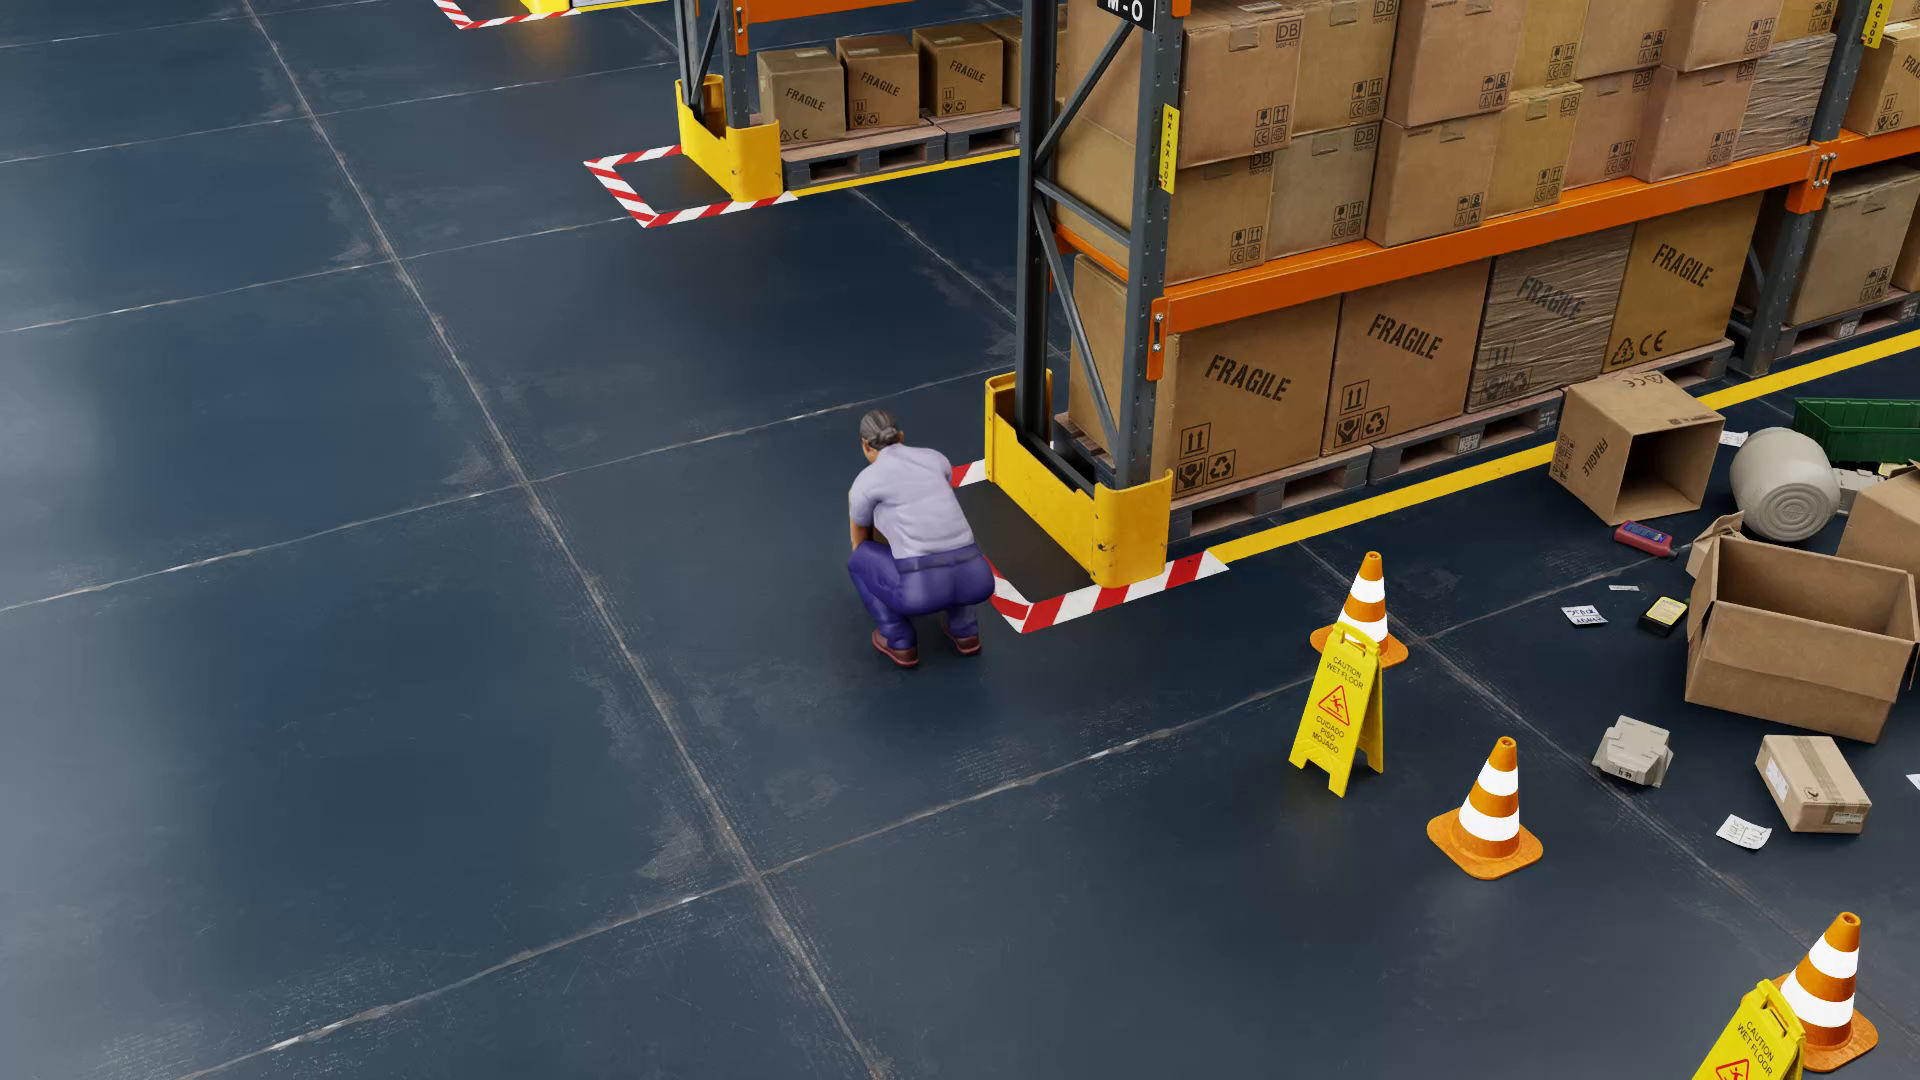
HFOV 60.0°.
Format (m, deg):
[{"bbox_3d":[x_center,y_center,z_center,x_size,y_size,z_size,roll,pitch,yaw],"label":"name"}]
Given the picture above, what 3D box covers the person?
[{"bbox_3d":[-0.195,-0.020,6.845,0.517,0.942,0.848,-14,36,-20],"label":"person"}]
